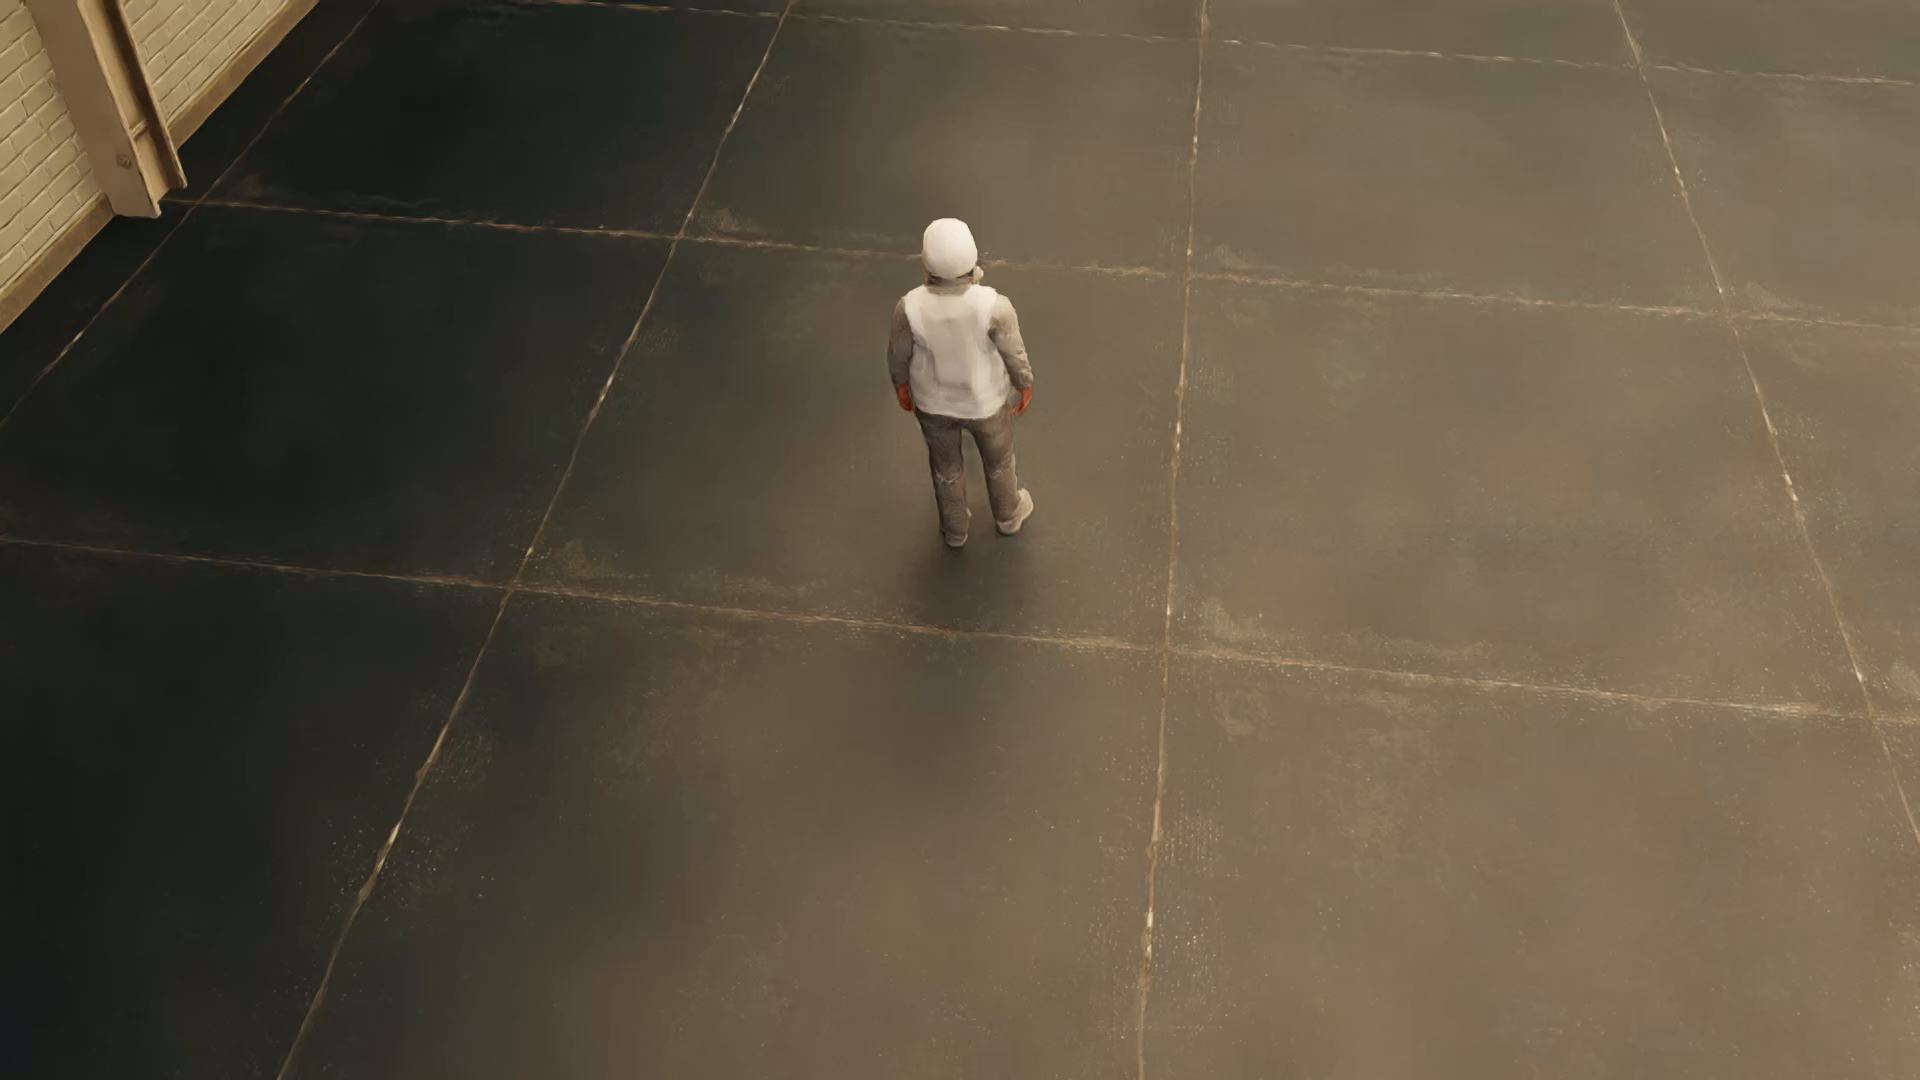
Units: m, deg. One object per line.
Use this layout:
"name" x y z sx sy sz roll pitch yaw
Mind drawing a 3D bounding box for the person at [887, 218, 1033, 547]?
"person" 0.016 -0.700 7.331 0.632 1.773 0.567 5 43 6
